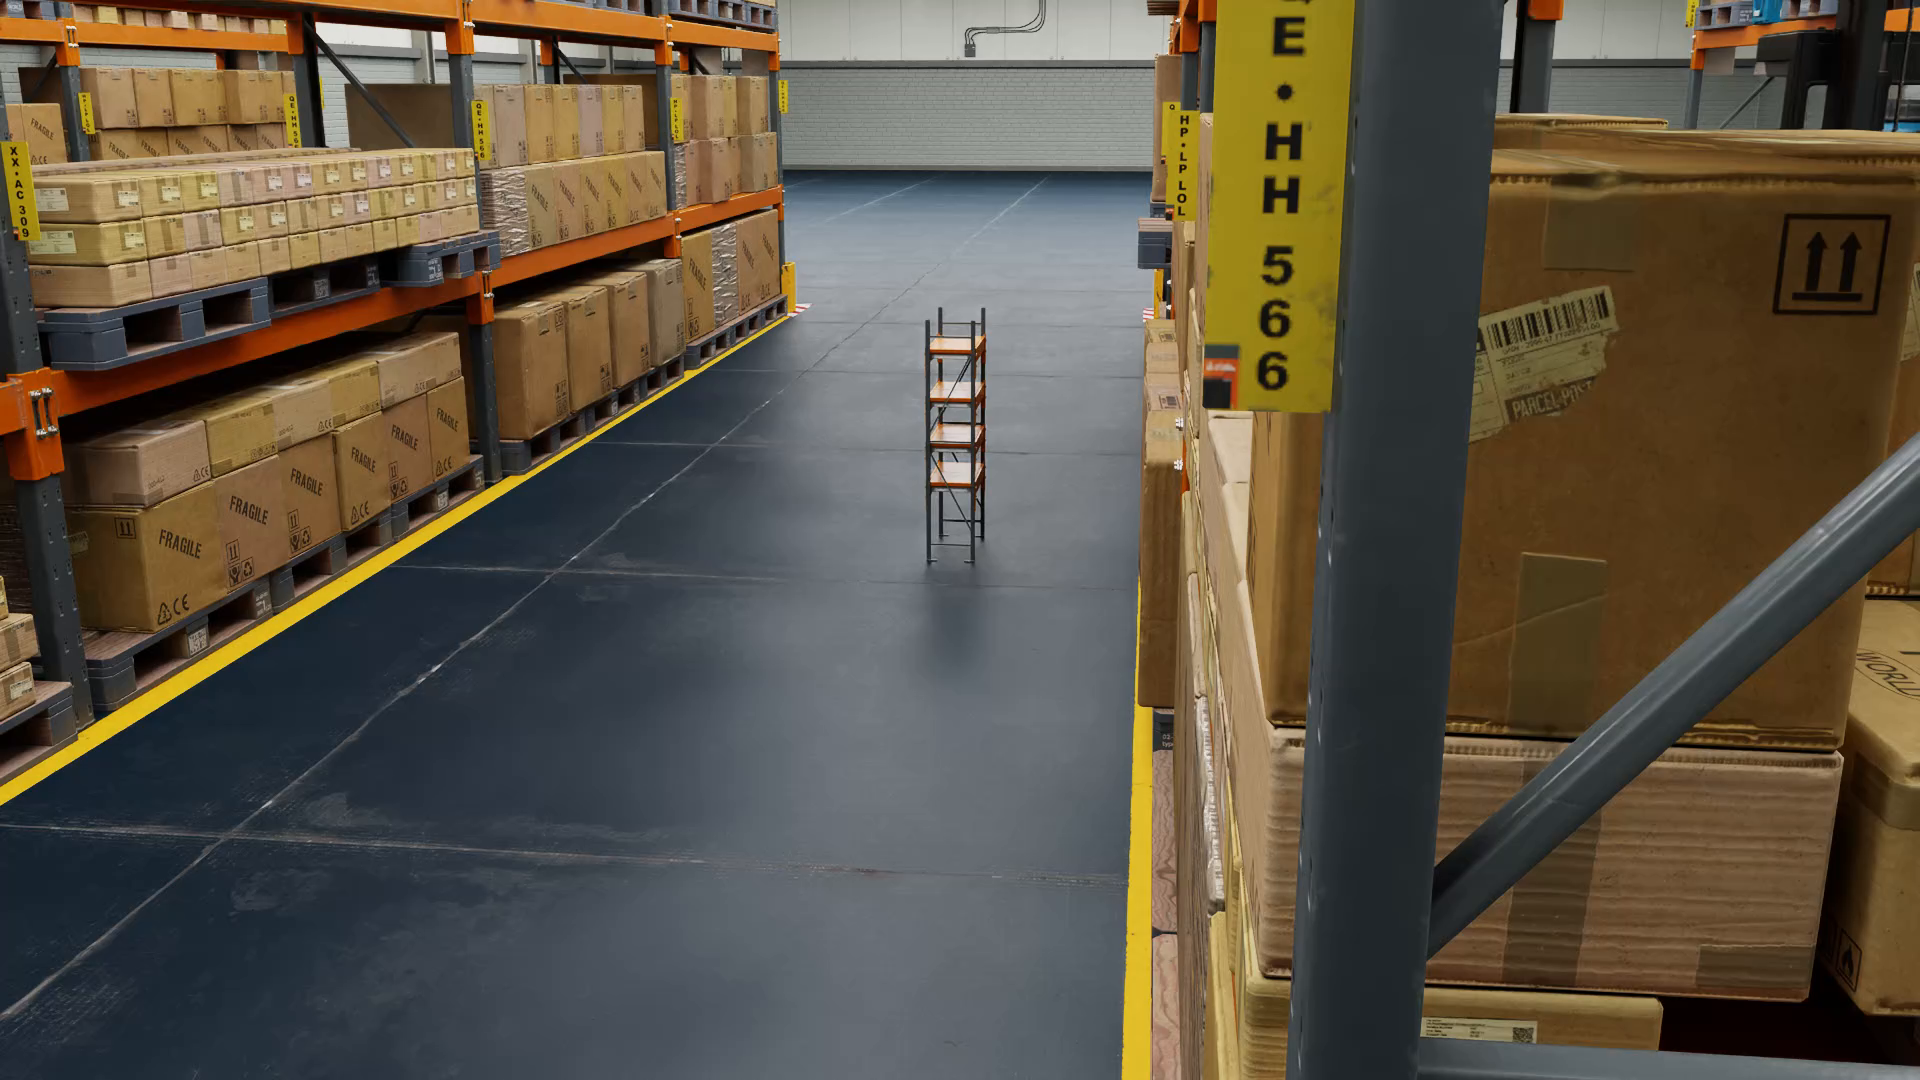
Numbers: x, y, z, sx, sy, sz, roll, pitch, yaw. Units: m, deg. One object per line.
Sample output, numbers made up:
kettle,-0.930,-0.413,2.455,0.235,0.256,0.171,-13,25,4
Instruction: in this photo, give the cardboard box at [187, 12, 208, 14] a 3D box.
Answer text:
cardboard box,-7.233,-4.982,15.312,0.500,0.250,0.500,2,15,7

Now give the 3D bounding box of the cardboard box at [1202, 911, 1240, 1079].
cardboard box,0.758,1.096,2.127,0.875,0.875,0.875,2,15,6

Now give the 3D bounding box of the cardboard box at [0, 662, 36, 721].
cardboard box,-3.406,0.517,5.660,0.380,0.149,0.250,2,15,7

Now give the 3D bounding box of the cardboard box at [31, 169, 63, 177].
cardboard box,-3.789,-1.383,6.568,0.380,0.149,0.250,1,15,4

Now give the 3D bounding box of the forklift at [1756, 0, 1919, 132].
forklift,3.981,-1.108,7.143,1.130,2.935,3.031,4,16,13

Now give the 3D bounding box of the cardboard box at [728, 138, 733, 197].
cardboard box,-2.591,-3.432,15.319,0.875,0.550,0.500,2,15,6

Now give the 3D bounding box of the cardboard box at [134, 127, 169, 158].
cardboard box,-7.368,-3.391,14.695,0.500,0.500,0.500,2,15,6

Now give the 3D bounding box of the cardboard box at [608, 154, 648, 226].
cardboard box,-2.648,-2.617,12.402,0.500,0.500,0.500,2,15,6

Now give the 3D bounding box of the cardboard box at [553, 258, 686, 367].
cardboard box,-2.779,-1.796,13.063,1.050,0.750,0.750,2,15,6

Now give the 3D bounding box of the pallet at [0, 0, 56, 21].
pallet,-7.903,-4.163,12.924,1.213,0.211,1.003,2,15,6

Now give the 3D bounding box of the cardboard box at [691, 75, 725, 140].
cardboard box,-2.578,-3.813,14.662,0.875,0.550,0.550,2,15,6

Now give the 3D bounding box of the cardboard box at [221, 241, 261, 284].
cardboard box,-3.112,-1.140,6.808,0.380,0.149,0.250,2,15,7

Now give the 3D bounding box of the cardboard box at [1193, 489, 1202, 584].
cardboard box,0.678,-0.003,3.409,0.380,0.149,0.250,1,15,5

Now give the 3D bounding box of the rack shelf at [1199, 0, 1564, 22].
rack shelf,0.990,-1.178,2.903,1.077,0.370,4.000,2,15,6

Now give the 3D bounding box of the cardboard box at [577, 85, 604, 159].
cardboard box,-2.962,-2.980,11.831,0.700,0.500,0.500,2,15,7

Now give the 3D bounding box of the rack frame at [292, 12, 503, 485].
rack frame,-3.249,-1.806,9.593,1.000,3.000,0.127,2,15,6

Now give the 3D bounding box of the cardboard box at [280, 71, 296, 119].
cardboard box,-7.117,-4.536,17.012,0.700,0.500,0.500,1,15,5

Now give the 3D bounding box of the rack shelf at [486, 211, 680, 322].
rack shelf,-3.024,-1.977,11.605,1.077,0.370,4.000,2,15,6

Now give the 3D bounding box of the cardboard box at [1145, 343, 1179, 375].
cardboard box,1.461,-0.401,7.664,1.225,0.875,0.875,2,15,6

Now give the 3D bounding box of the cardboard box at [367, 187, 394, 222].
cardboard box,-2.967,-1.622,8.021,0.380,0.149,0.250,2,15,6

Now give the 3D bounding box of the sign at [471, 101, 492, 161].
sign,-2.709,-2.313,9.402,0.100,0.325,0.005,2,15,6

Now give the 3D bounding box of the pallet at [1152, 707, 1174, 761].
pallet,1.228,0.548,6.231,1.003,0.211,1.213,2,15,6

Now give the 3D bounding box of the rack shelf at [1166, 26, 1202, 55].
rack shelf,2.345,-4.290,14.413,1.077,0.370,4.000,2,15,6

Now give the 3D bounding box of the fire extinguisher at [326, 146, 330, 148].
fire extinguisher,-6.806,-3.979,17.778,0.296,0.674,0.183,2,15,6

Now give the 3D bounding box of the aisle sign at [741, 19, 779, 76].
aisle sign,-2.041,-5.145,16.962,0.394,0.787,0.004,2,15,6

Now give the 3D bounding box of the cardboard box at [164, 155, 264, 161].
cardboard box,-3.613,-1.788,8.064,0.380,0.149,0.250,2,15,9

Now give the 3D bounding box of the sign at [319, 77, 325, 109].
sign,-6.727,-4.690,17.436,0.100,0.325,0.005,2,15,6

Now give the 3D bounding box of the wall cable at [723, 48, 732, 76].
wall cable,-8.151,-13.894,48.755,3.097,2.526,0.112,2,15,6

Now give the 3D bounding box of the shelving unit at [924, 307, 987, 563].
shelving unit,-0.019,-0.536,8.347,0.258,1.200,0.503,2,15,6

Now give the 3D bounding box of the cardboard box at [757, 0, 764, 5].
cardboard box,-2.105,-5.230,15.996,0.380,0.149,0.250,2,15,7

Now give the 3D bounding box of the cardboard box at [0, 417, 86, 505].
cardboard box,-3.868,-0.327,6.672,0.500,0.250,0.500,1,15,5

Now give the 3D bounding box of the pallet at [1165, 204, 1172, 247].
pallet,1.850,-2.055,10.884,1.003,0.211,1.213,2,15,6

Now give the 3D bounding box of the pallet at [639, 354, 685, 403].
pallet,-2.810,-1.295,13.045,1.003,0.211,1.213,2,15,6

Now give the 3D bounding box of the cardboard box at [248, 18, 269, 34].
cardboard box,-7.098,-5.092,16.483,0.380,0.149,0.250,2,15,8

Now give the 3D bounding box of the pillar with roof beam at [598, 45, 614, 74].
pillar with roof beam,-5.520,-14.541,45.199,9.100,9.000,0.400,2,15,6

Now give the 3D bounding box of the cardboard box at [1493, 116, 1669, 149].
cardboard box,1.369,-0.772,4.051,0.500,0.500,0.500,2,15,7

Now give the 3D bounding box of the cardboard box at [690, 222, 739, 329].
cardboard box,-2.560,-2.415,15.113,0.875,0.875,0.875,2,15,7

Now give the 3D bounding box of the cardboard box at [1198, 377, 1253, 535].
cardboard box,0.725,-0.162,3.231,0.500,0.250,0.500,2,15,6

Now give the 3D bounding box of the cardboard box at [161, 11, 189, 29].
cardboard box,-7.216,-4.695,15.012,0.380,0.149,0.250,1,15,5

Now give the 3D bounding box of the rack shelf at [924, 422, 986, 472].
rack shelf,-0.019,-0.471,8.364,0.258,0.148,0.480,2,15,6

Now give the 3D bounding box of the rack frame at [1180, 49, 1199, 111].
rack frame,1.668,-1.633,8.955,1.000,3.000,0.127,2,15,6

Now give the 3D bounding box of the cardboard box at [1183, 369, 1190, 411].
cardboard box,0.852,-0.408,4.904,0.380,0.149,0.250,2,15,6

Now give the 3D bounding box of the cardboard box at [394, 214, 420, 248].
cardboard box,-2.939,-1.550,8.324,0.380,0.149,0.250,1,15,6

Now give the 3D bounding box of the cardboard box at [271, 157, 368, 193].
cardboard box,-2.997,-1.698,7.733,0.380,0.149,0.250,2,15,9

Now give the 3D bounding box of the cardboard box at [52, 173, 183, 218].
cardboard box,-3.174,-1.298,6.252,0.380,0.149,0.250,2,15,8

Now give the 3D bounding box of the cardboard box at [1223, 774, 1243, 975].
cardboard box,0.505,0.393,1.942,0.380,0.149,0.250,2,15,7

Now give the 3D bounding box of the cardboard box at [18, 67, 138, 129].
cardboard box,-7.463,-3.745,14.088,0.700,0.500,0.500,2,15,6

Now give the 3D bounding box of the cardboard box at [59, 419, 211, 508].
cardboard box,-3.355,-0.310,6.610,0.500,0.250,0.500,1,15,4

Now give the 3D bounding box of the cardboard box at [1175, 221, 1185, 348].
cardboard box,1.112,-1.037,6.560,0.500,0.500,0.500,2,15,6

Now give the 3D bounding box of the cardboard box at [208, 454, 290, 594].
cardboard box,-3.296,-0.085,7.215,0.500,0.500,0.500,2,15,9

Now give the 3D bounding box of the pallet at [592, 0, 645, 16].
pallet,-2.852,-3.959,12.178,0.805,0.209,1.217,1,15,4

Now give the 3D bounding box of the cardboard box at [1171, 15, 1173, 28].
cardboard box,2.147,-4.704,14.853,0.500,0.250,0.500,2,15,6

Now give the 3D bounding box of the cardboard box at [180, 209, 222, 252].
cardboard box,-3.143,-1.216,6.519,0.380,0.149,0.250,2,15,8
